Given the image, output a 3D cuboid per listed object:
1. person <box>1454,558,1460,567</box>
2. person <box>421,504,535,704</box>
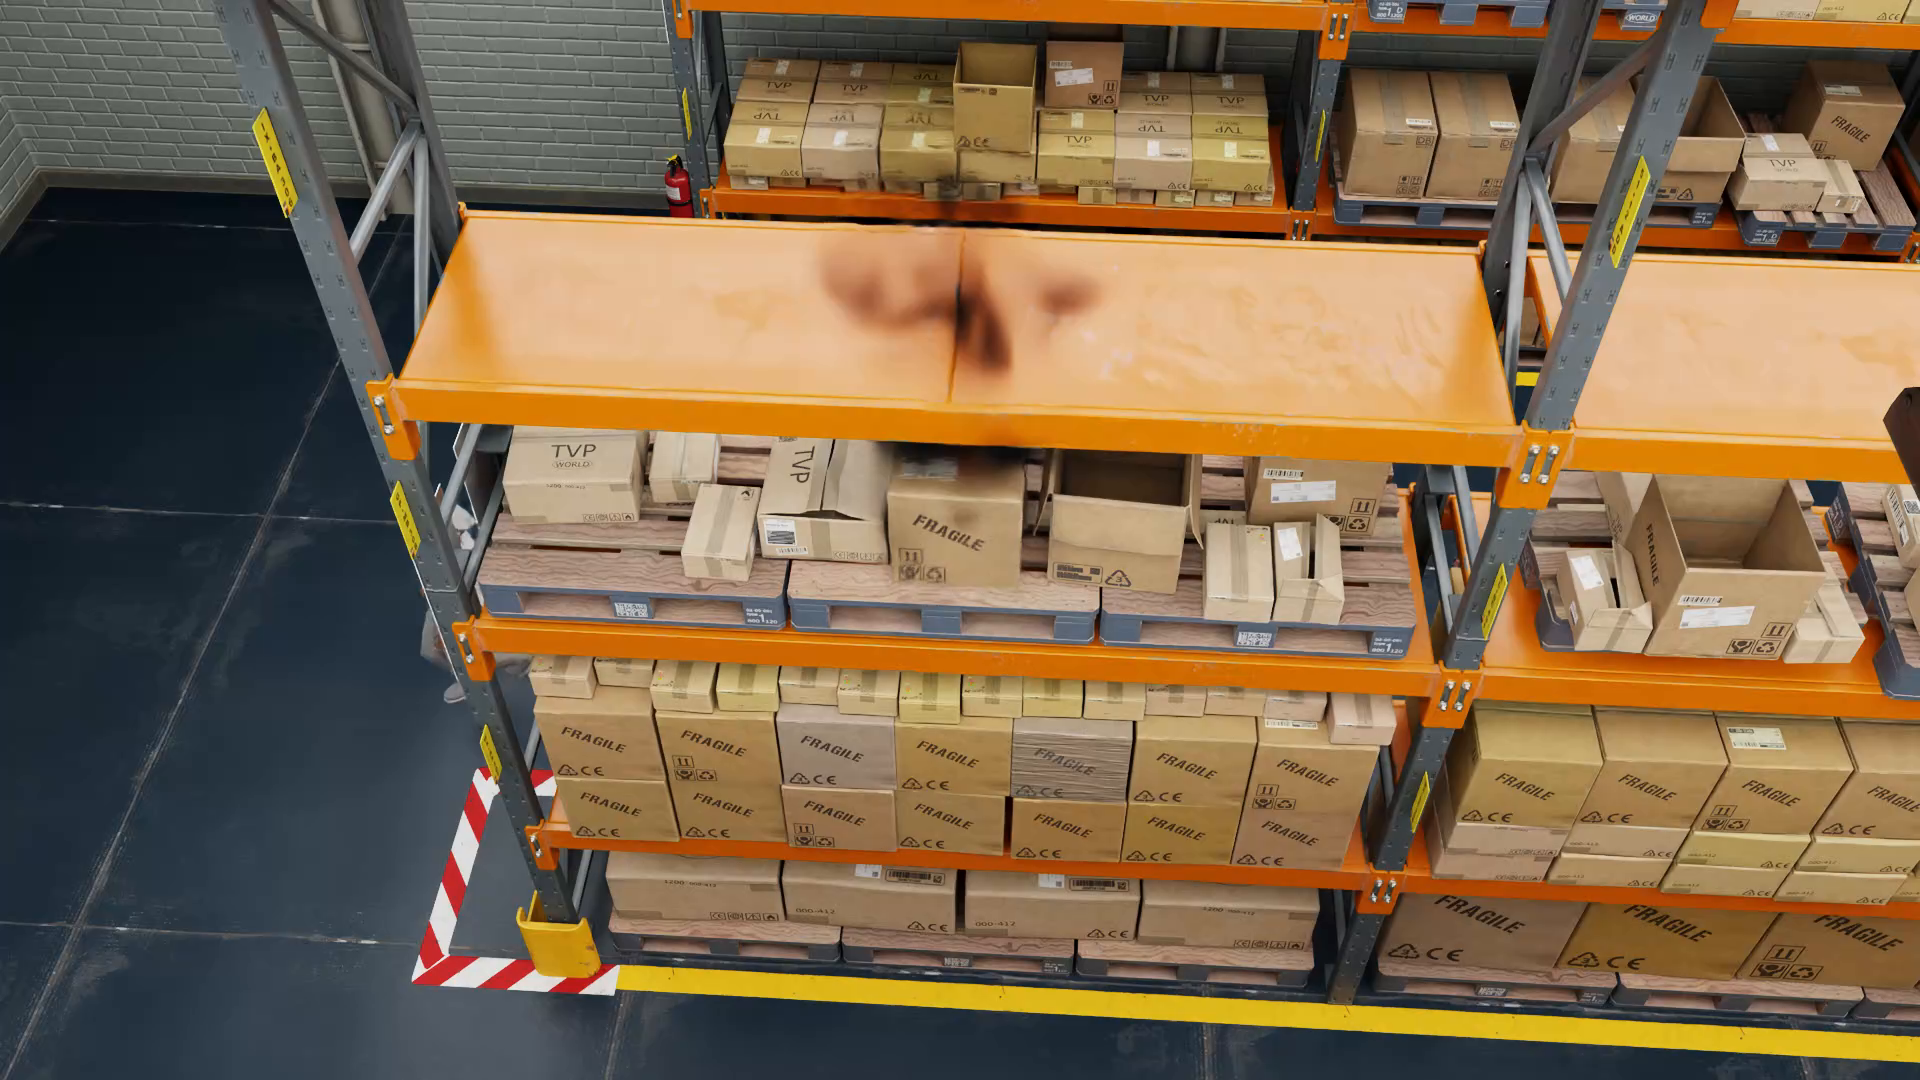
[{"bbox_3d":[3.083,0.329,9.262,0.930,1.586,0.610,-2,48,-1],"label":"person"},{"bbox_3d":[-2.655,0.362,8.990,0.615,1.652,0.625,-27,53,-23],"label":"person"}]
